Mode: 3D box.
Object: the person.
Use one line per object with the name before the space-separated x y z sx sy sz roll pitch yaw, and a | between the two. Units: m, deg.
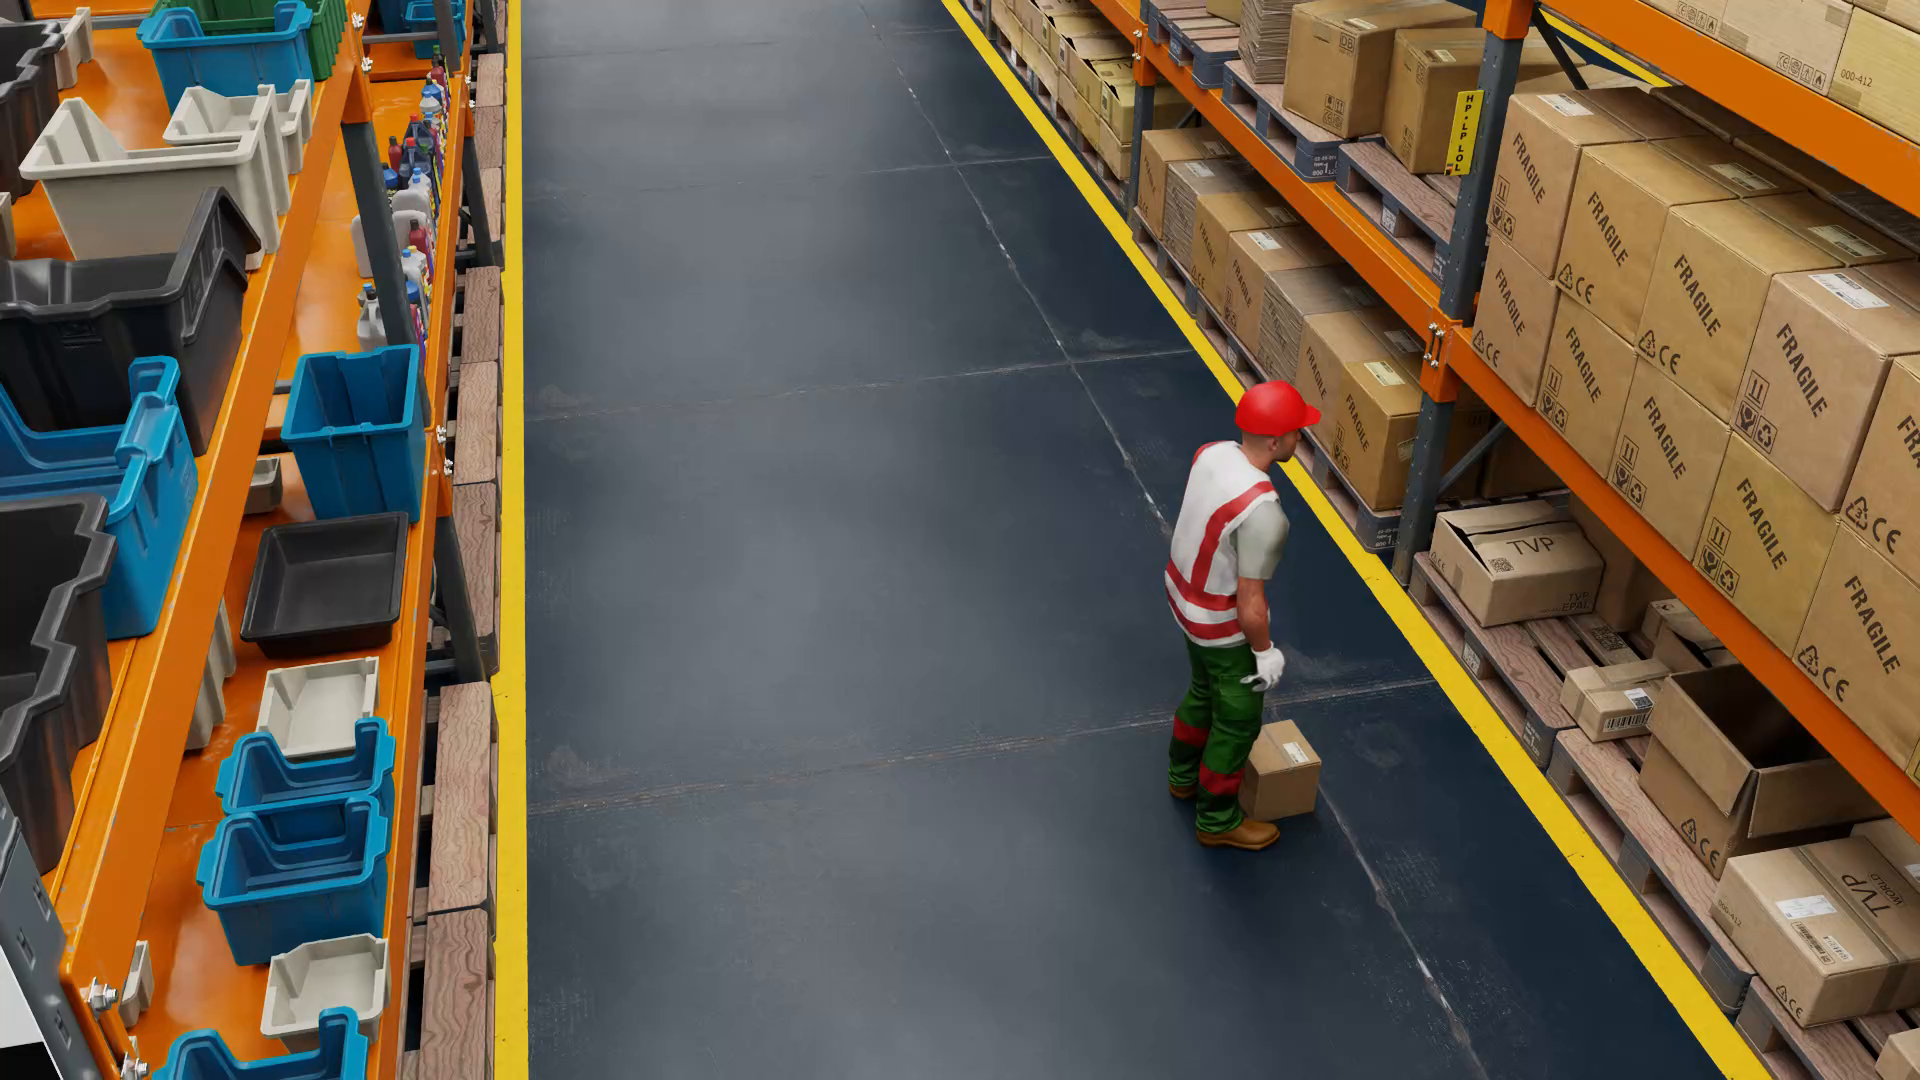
person | 0.946 0.260 5.743 0.448 1.780 0.608 -7 35 -10
